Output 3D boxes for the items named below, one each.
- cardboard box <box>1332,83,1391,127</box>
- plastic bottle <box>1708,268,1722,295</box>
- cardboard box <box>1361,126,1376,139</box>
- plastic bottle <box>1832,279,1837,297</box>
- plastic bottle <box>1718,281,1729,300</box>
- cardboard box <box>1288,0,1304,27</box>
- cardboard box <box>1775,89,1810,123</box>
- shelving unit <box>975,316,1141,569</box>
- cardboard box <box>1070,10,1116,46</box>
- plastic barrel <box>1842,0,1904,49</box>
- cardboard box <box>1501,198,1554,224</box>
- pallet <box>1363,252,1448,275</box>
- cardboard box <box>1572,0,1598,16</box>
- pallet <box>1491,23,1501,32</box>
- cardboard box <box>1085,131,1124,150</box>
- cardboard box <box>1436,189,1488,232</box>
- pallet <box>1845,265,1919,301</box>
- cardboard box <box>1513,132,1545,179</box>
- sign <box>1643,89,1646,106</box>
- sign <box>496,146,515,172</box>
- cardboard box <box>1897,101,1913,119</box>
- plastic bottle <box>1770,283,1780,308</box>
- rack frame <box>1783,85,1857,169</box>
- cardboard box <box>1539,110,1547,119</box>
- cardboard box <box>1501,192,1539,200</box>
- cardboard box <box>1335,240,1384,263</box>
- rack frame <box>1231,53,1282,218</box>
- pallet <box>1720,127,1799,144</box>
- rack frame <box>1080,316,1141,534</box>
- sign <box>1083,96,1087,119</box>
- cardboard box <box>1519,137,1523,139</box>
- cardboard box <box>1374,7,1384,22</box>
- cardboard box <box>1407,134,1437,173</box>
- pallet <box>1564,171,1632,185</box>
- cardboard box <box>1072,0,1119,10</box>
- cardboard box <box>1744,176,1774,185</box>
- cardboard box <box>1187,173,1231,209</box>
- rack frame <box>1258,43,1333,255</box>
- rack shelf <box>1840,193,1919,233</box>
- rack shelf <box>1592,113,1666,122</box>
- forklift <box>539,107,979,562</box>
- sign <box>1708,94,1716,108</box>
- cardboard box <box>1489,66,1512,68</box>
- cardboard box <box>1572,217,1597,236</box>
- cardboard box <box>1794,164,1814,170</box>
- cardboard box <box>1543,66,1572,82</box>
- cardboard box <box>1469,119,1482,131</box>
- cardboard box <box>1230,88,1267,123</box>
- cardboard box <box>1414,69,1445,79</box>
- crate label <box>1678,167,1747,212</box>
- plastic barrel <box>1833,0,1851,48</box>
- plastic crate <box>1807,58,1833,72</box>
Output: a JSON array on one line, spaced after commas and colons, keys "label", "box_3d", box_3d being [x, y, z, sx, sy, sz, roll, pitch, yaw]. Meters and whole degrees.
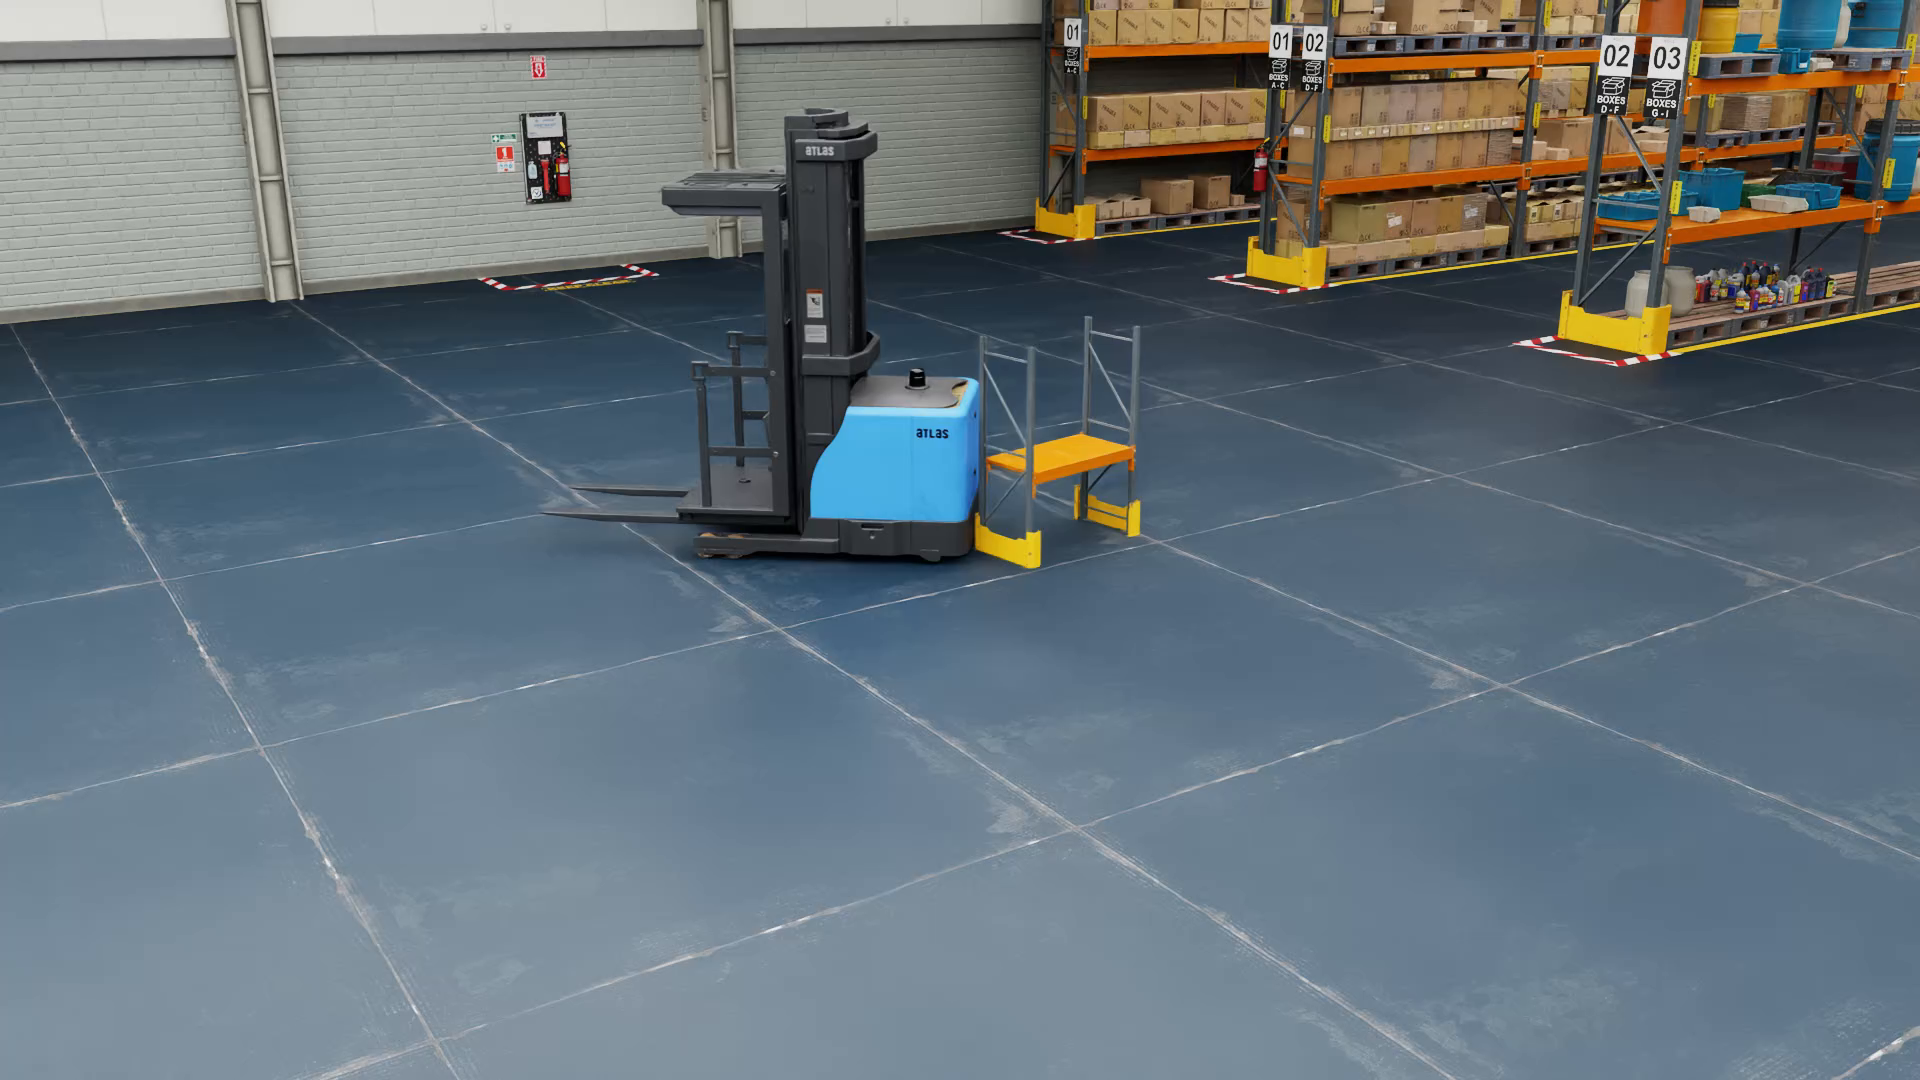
[{"label": "cardboard box", "box_3d": [5.163, -5.685, 21.694, 0.500, 0.500, 0.700, -13, 22, -33]}, {"label": "plastic bottle", "box_3d": [8.777, -3.001, 19.387, 0.185, 0.351, 0.144, -11, 22, -29]}, {"label": "cardboard box", "box_3d": [5.160, -5.297, 21.561, 0.250, 0.149, 0.380, -12, 22, -31]}, {"label": "plastic bottle", "box_3d": [10.216, -2.955, 19.484, 0.097, 0.201, 0.097, 0, 19, 0]}, {"label": "plastic bottle", "box_3d": [8.880, -2.905, 19.338, 0.097, 0.201, 0.097, 0, 19, 0]}, {"label": "cardboard box", "box_3d": [5.400, -8.611, 27.038, 0.500, 0.500, 0.500, -9, 20, -24]}, {"label": "cardboard box", "box_3d": [13.789, -7.177, 27.478, 0.700, 0.500, 0.500, 14, 23, 35]}, {"label": "shelving unit", "box_3d": [0.691, -0.700, 11.475, 1.083, 1.500, 0.587, -16, 25, -40]}, {"label": "cardboard box", "box_3d": [1.975, -7.635, 24.773, 0.500, 0.500, 0.500, -11, 22, -30]}, {"label": "plastic barrel", "box_3d": [10.653, -6.025, 19.418, 0.708, 0.901, 0.600, -12, 22, -31]}, {"label": "cardboard box", "box_3d": [8.109, -4.713, 23.764, 0.500, 0.311, 0.500, -12, 22, -31]}, {"label": "pallet", "box_3d": [5.920, -3.879, 22.889, 1.213, 0.211, 1.003, -12, 22, -31]}, {"label": "cardboard box", "box_3d": [8.626, -7.654, 23.424, 0.500, 0.500, 0.500, -10, 21, -26]}, {"label": "pallet", "box_3d": [8.748, -9.033, 29.391, 1.003, 0.211, 1.213, -11, 21, -29]}, {"label": "cardboard box", "box_3d": [2.141, -6.104, 25.320, 0.500, 0.250, 0.500, -13, 22, -33]}, {"label": "cardboard box", "box_3d": [6.936, -4.571, 23.050, 0.500, 0.500, 0.500, -12, 22, -31]}, {"label": "pallet", "box_3d": [12.002, -3.263, 21.068, 1.213, 0.211, 1.003, -12, 22, -31]}, {"label": "cardboard box", "box_3d": [10.368, -7.152, 30.918, 0.750, 0.750, 0.750, -11, 22, -30]}, {"label": "sign", "box_3d": [10.661, -6.904, 25.799, 0.005, 0.325, 0.100, -12, 22, -31]}, {"label": "sign", "box_3d": [-5.947, -4.985, 21.750, 0.234, 0.329, 0.001, -12, 22, -31]}, {"label": "cardboard box", "box_3d": [15.729, -7.197, 28.193, 0.500, 0.500, 0.500, -12, 22, -32]}, {"label": "plastic bottle", "box_3d": [9.232, -2.780, 18.859, 0.097, 0.271, 0.097, 0, 19, 0]}, {"label": "rack frame", "box_3d": [14.308, -6.954, 27.631, 0.127, 3.000, 1.000, -12, 22, -31]}, {"label": "cardboard box", "box_3d": [10.586, -7.862, 30.677, 0.250, 0.149, 0.380, -12, 22, -31]}, {"label": "cardboard box", "box_3d": [8.238, -4.948, 24.460, 0.500, 0.311, 0.500, -11, 22, -30]}, {"label": "cardboard box", "box_3d": [5.272, -3.861, 22.119, 0.500, 0.250, 0.500, -12, 22, -31]}, {"label": "rack frame", "box_3d": [4.899, -6.869, 27.380, 0.127, 3.000, 1.000, -12, 22, -31]}, {"label": "pallet", "box_3d": [12.589, -6.502, 26.594, 1.213, 0.211, 1.003, -12, 22, -31]}, {"label": "rack frame", "box_3d": [1.060, -0.808, 11.794, 0.032, 1.500, 0.500, -16, 25, -40]}, {"label": "sign", "box_3d": [1.857, -6.430, 24.728, 0.005, 0.325, 0.100, -12, 22, -31]}, {"label": "cardboard box", "box_3d": [8.260, -5.685, 24.088, 0.258, 0.266, 0.396, -13, 22, -33]}, {"label": "cardboard box", "box_3d": [5.567, -6.856, 21.921, 0.500, 0.311, 0.500, -9, 21, -25]}, {"label": "cardboard box", "box_3d": [5.974, -5.240, 22.405, 0.500, 0.500, 0.700, -11, 22, -30]}, {"label": "pallet", "box_3d": [12.259, -7.070, 32.329, 1.213, 0.211, 1.003, -12, 22, -31]}, {"label": "cardboard box", "box_3d": [2.014, -8.119, 24.645, 0.500, 0.500, 0.500, -14, 23, -35]}, {"label": "cardboard box", "box_3d": [12.794, -5.552, 26.698, 0.500, 0.500, 0.500, -13, 23, -33]}, {"label": "cardboard box", "box_3d": [4.054, -5.700, 27.138, 0.500, 0.500, 0.500, -14, 23, -35]}, {"label": "rack frame", "box_3d": [4.286, -4.840, 21.379, 0.127, 3.000, 1.000, -12, 22, -31]}, {"label": "rack shelf", "box_3d": [12.018, -4.231, 20.699, 4.000, 0.370, 1.077, -12, 22, -31]}, {"label": "rack shelf", "box_3d": [13.251, -8.290, 32.705, 4.000, 0.370, 1.077, -12, 22, -31]}, {"label": "forklift", "box_3d": [-1.401, -1.425, 11.384, 3.031, 2.935, 1.130, 2, 19, 6]}, {"label": "sign", "box_3d": [11.275, -6.650, 24.924, 0.005, 0.325, 0.100, -12, 22, -31]}, {"label": "cardboard box", "box_3d": [9.766, -8.546, 30.516, 0.500, 0.250, 0.500, -13, 22, -33]}, {"label": "cardboard box", "box_3d": [8.959, -4.628, 24.387, 0.500, 0.250, 0.500, -13, 22, -33]}, {"label": "cardboard box", "box_3d": [14.628, -6.155, 28.482, 0.500, 0.500, 0.500, -12, 22, -31]}, {"label": "cardboard box", "box_3d": [10.899, -8.593, 30.657, 0.500, 0.250, 0.500, -11, 22, -30]}, {"label": "cardboard box", "box_3d": [6.874, -5.658, 22.628, 0.250, 0.149, 0.380, -12, 22, -32]}, {"label": "cardboard box", "box_3d": [4.674, -6.997, 26.790, 0.500, 0.500, 0.500, -12, 22, -32]}, {"label": "cardboard box", "box_3d": [8.476, -8.276, 29.719, 0.500, 0.250, 0.500, -11, 22, -30]}, {"label": "crate label", "box_3d": [8.396, -3.928, 18.625, 0.616, 0.435, 0.502, -12, 22, -31]}, {"label": "plastic barrel", "box_3d": [9.880, -5.869, 18.907, 0.421, 0.512, 0.421, 0, 19, 0]}, {"label": "plastic crate", "box_3d": [9.230, -5.125, 17.947, 0.396, 0.136, 0.243, -12, 22, -31]}]
